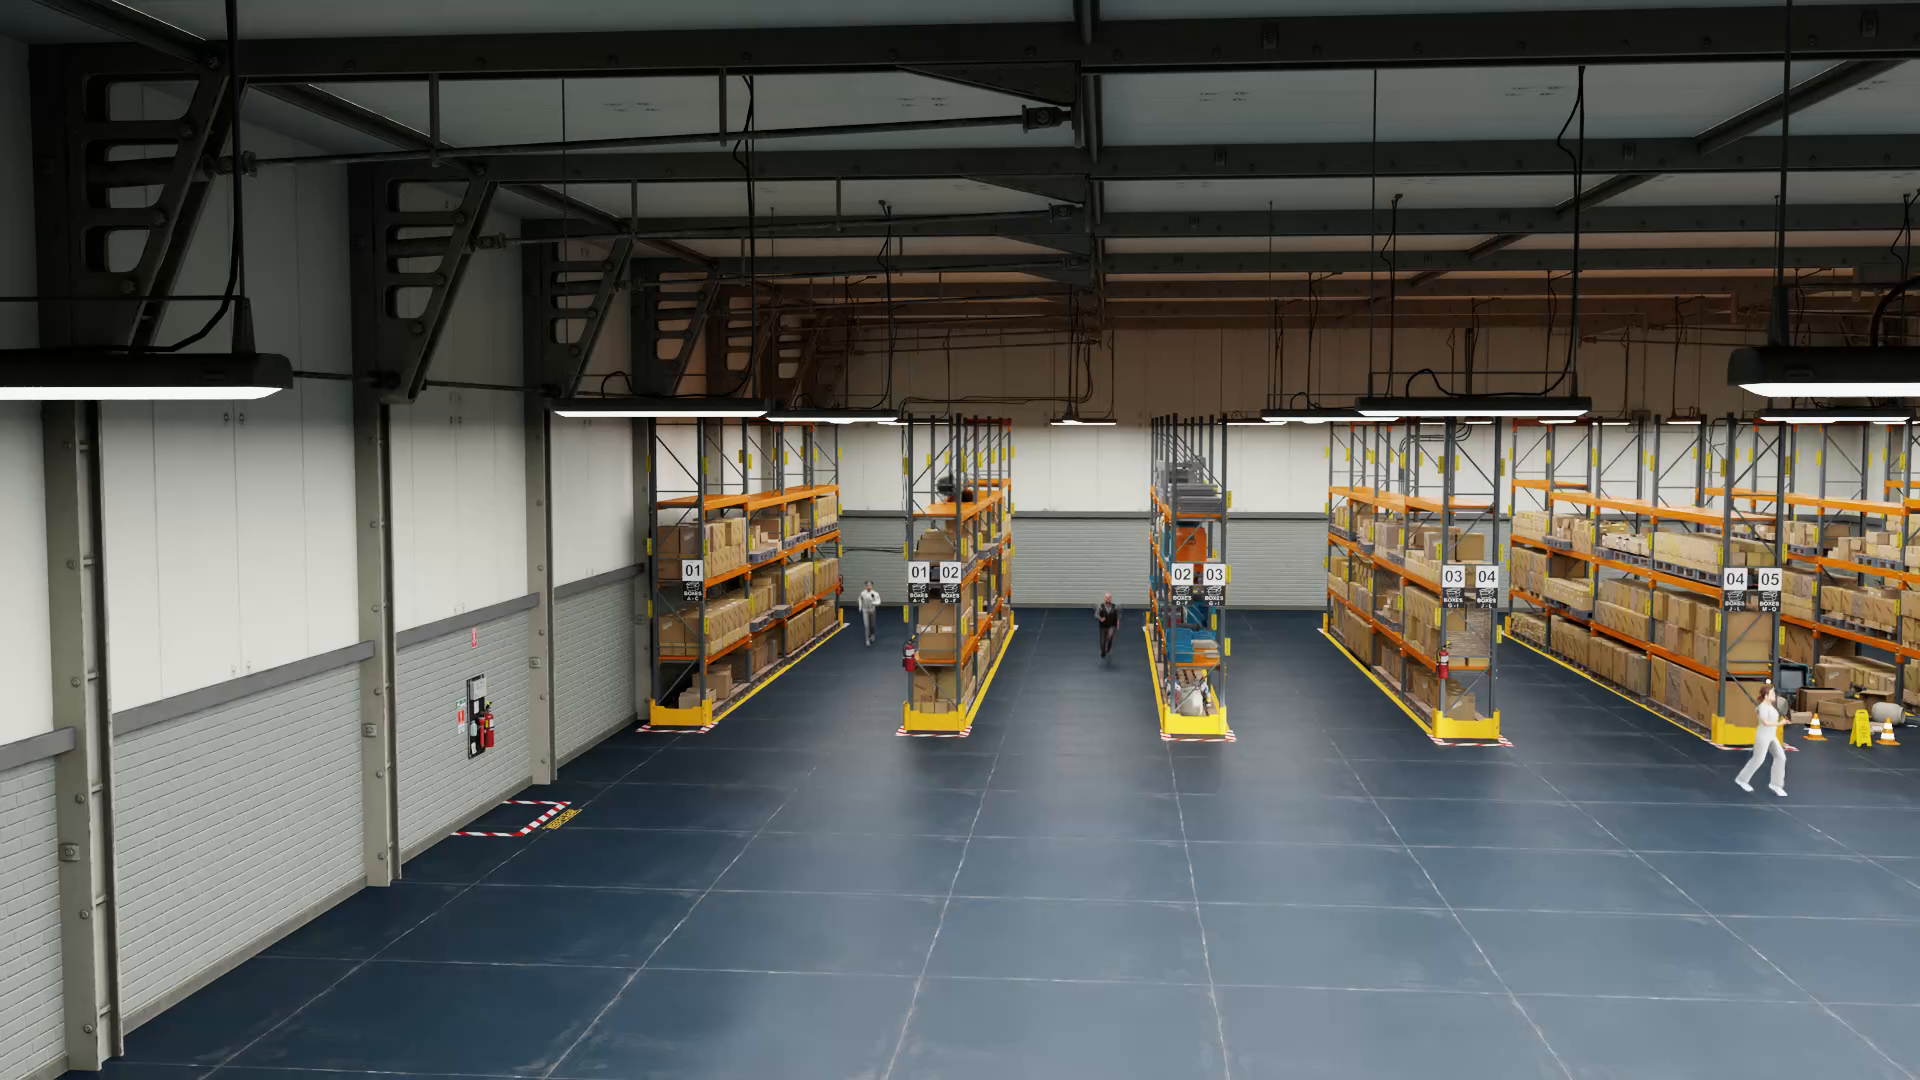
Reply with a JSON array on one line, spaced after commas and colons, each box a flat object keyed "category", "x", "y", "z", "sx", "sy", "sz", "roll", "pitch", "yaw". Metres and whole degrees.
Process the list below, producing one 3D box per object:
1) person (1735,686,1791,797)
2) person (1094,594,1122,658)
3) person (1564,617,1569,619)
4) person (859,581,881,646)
[{"category": "person", "x": 12.553, "y": 3.143, "z": 25.973, "sx": 0.768, "sy": 1.711, "sz": 0.580, "roll": 4, "pitch": 5, "yaw": 43}, {"category": "person", "x": 3.597, "y": 2.109, "z": 40.440, "sx": 0.671, "sy": 1.611, "sz": 0.879, "roll": 0, "pitch": 4, "yaw": 3}, {"category": "person", "x": 17.103, "y": 1.763, "z": 46.638, "sx": 0.675, "sy": 1.657, "sz": 0.822, "roll": -2, "pitch": 4, "yaw": -22}, {"category": "person", "x": -2.385, "y": 1.904, "z": 43.861, "sx": 0.608, "sy": 1.674, "sz": 0.943, "roll": 0, "pitch": 4, "yaw": 1}]
